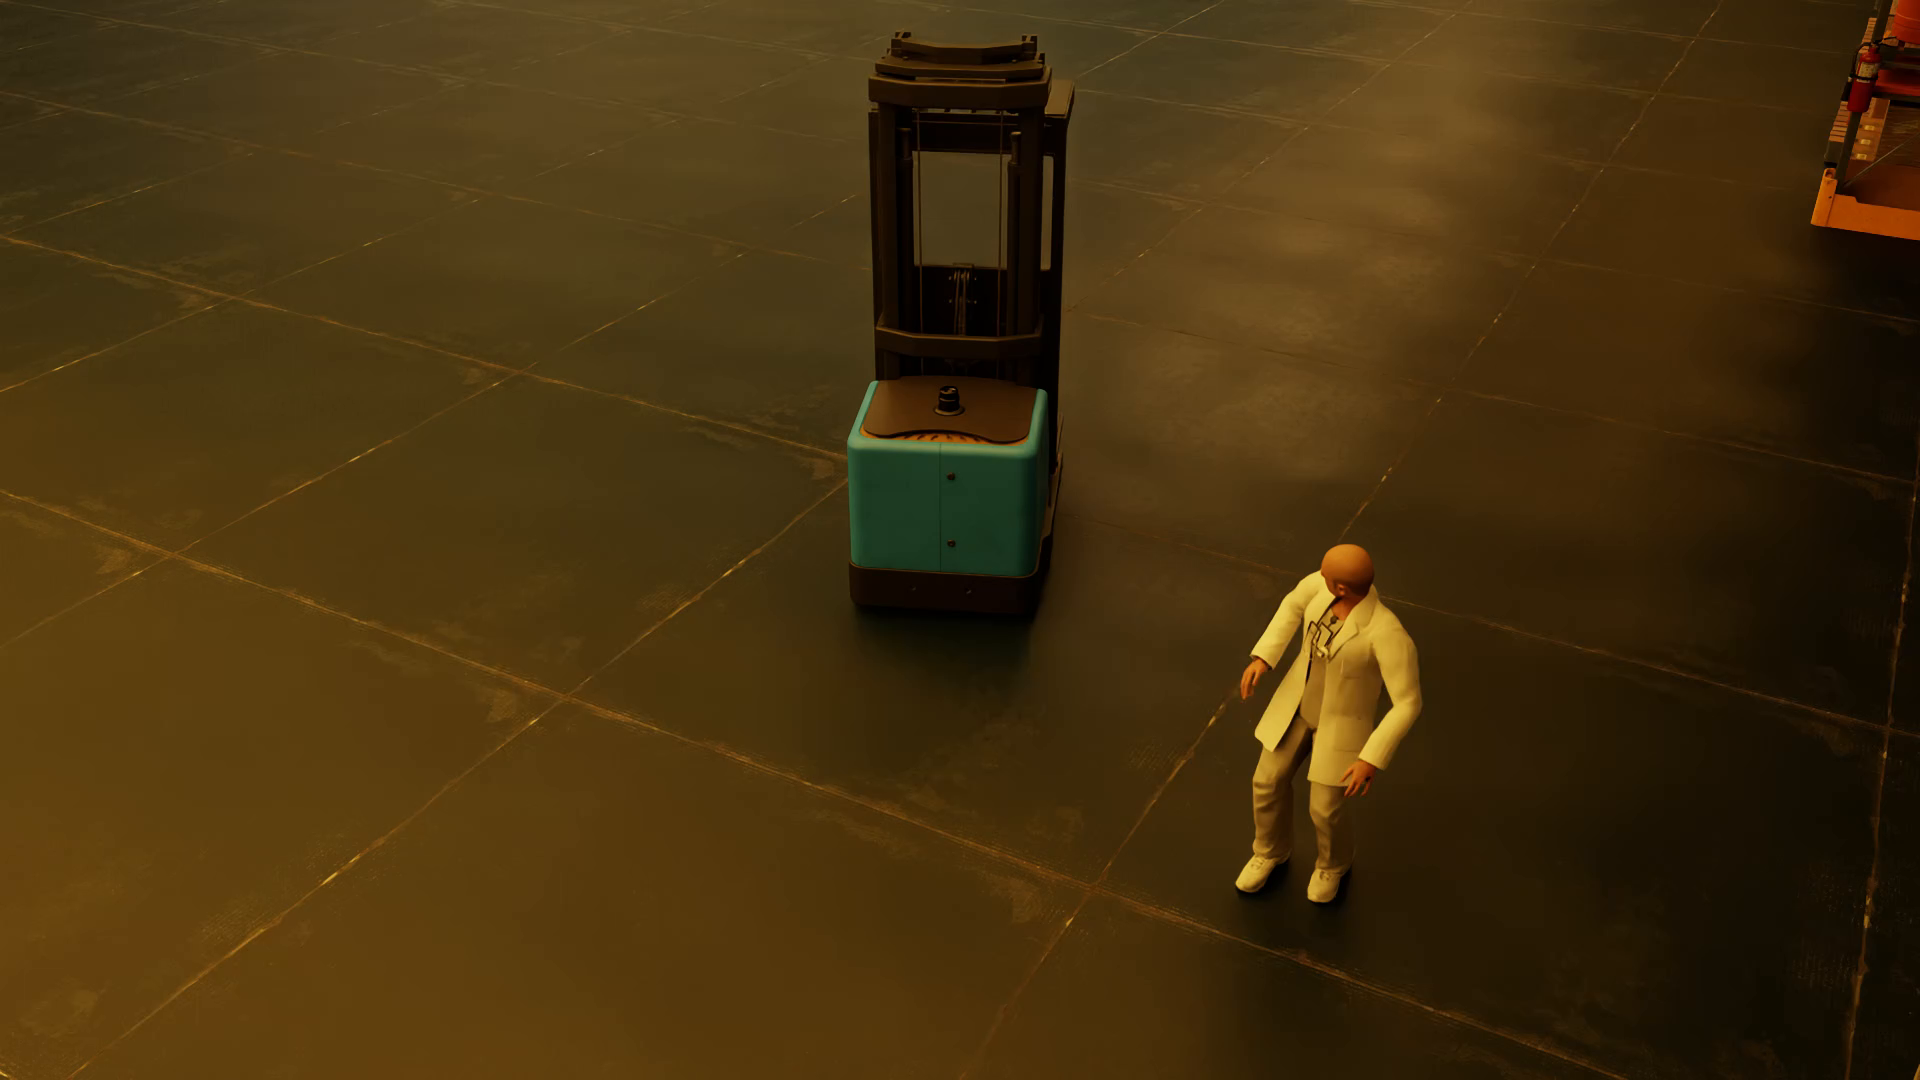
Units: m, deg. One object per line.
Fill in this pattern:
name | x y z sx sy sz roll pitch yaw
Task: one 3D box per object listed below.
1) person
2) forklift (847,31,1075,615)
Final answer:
person | 1.519 0.774 6.946 0.548 1.738 0.799 -23 37 -34
forklift | 0.072 -1.572 9.794 1.130 2.935 3.031 3 30 6
